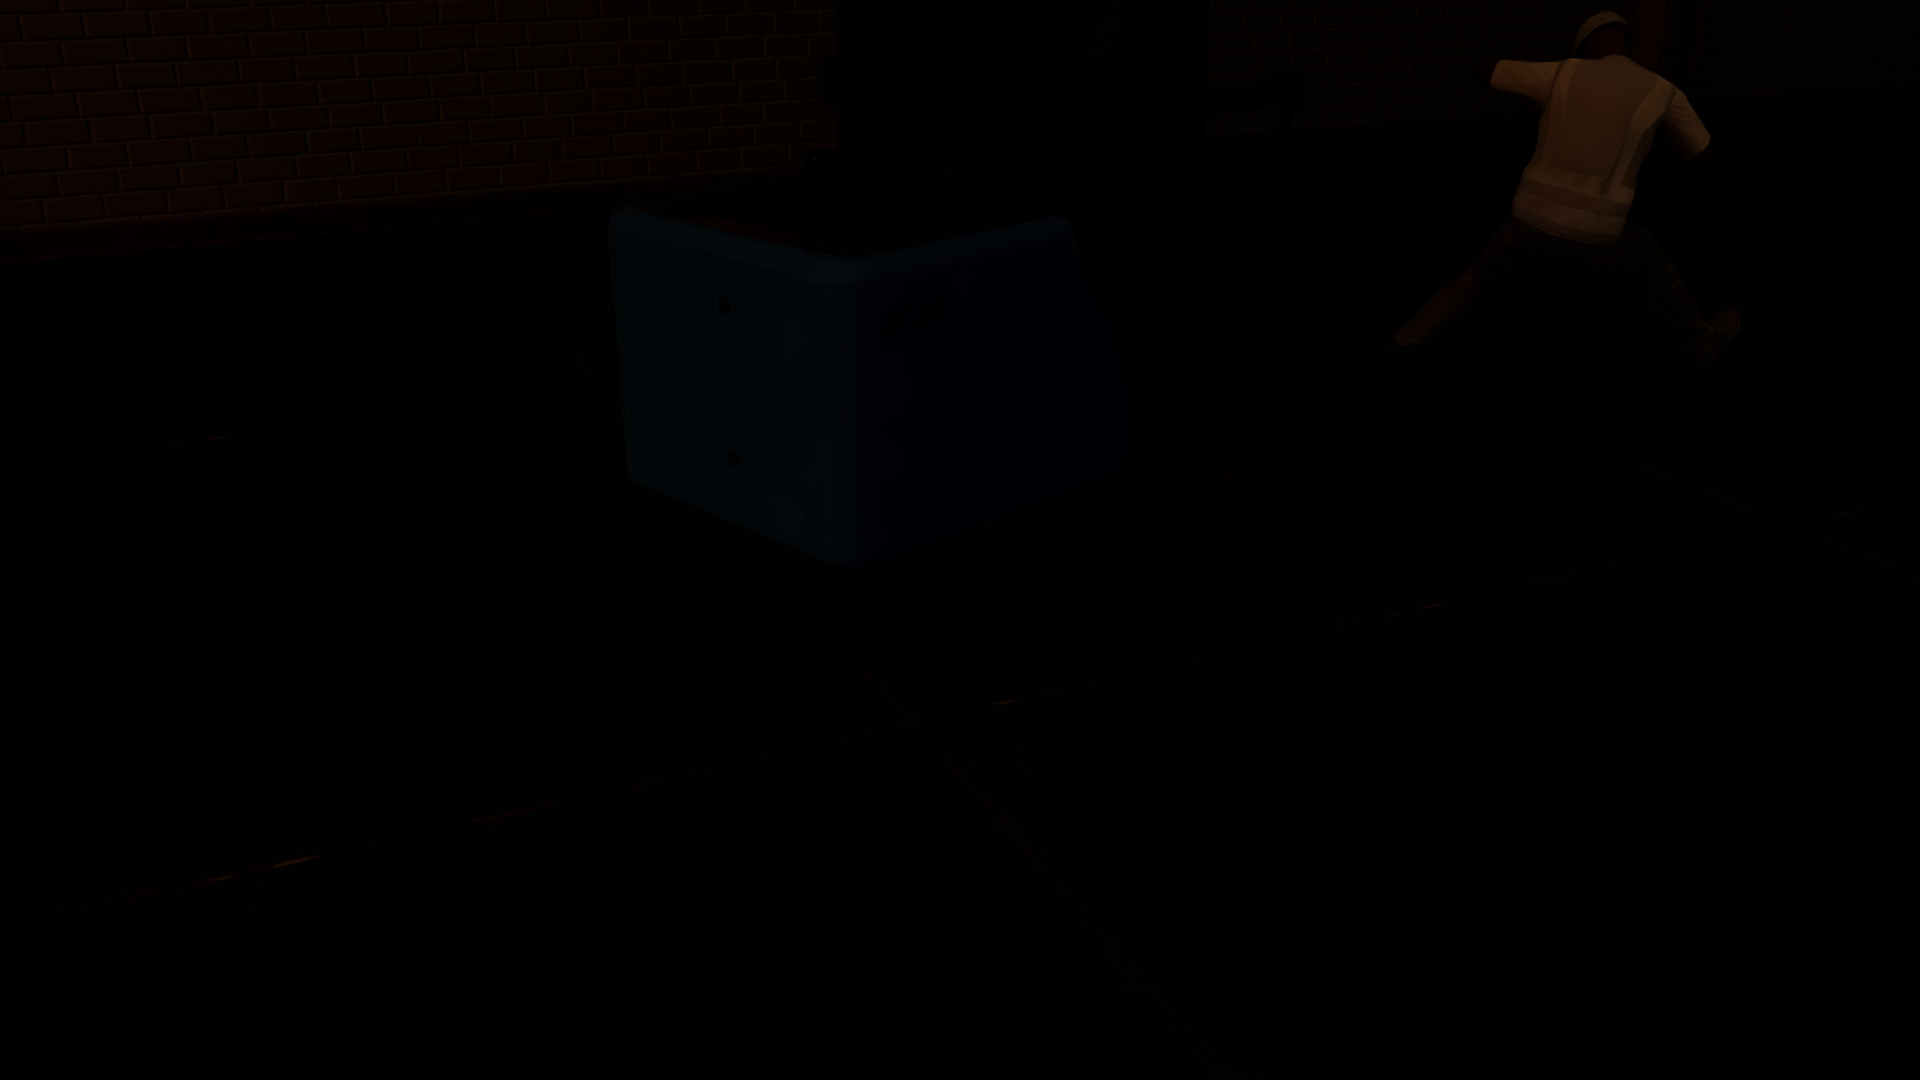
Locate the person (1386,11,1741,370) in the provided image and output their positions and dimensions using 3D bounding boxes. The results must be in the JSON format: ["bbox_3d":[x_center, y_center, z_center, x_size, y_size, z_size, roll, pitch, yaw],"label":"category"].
[{"bbox_3d":[2.437,-1.332,6.546,1.258,1.424,0.954,13,26,28],"label":"person"}]

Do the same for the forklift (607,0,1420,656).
[{"bbox_3d":[0.425,-1.531,4.971,1.130,2.935,3.031,21,30,40],"label":"forklift"}]
